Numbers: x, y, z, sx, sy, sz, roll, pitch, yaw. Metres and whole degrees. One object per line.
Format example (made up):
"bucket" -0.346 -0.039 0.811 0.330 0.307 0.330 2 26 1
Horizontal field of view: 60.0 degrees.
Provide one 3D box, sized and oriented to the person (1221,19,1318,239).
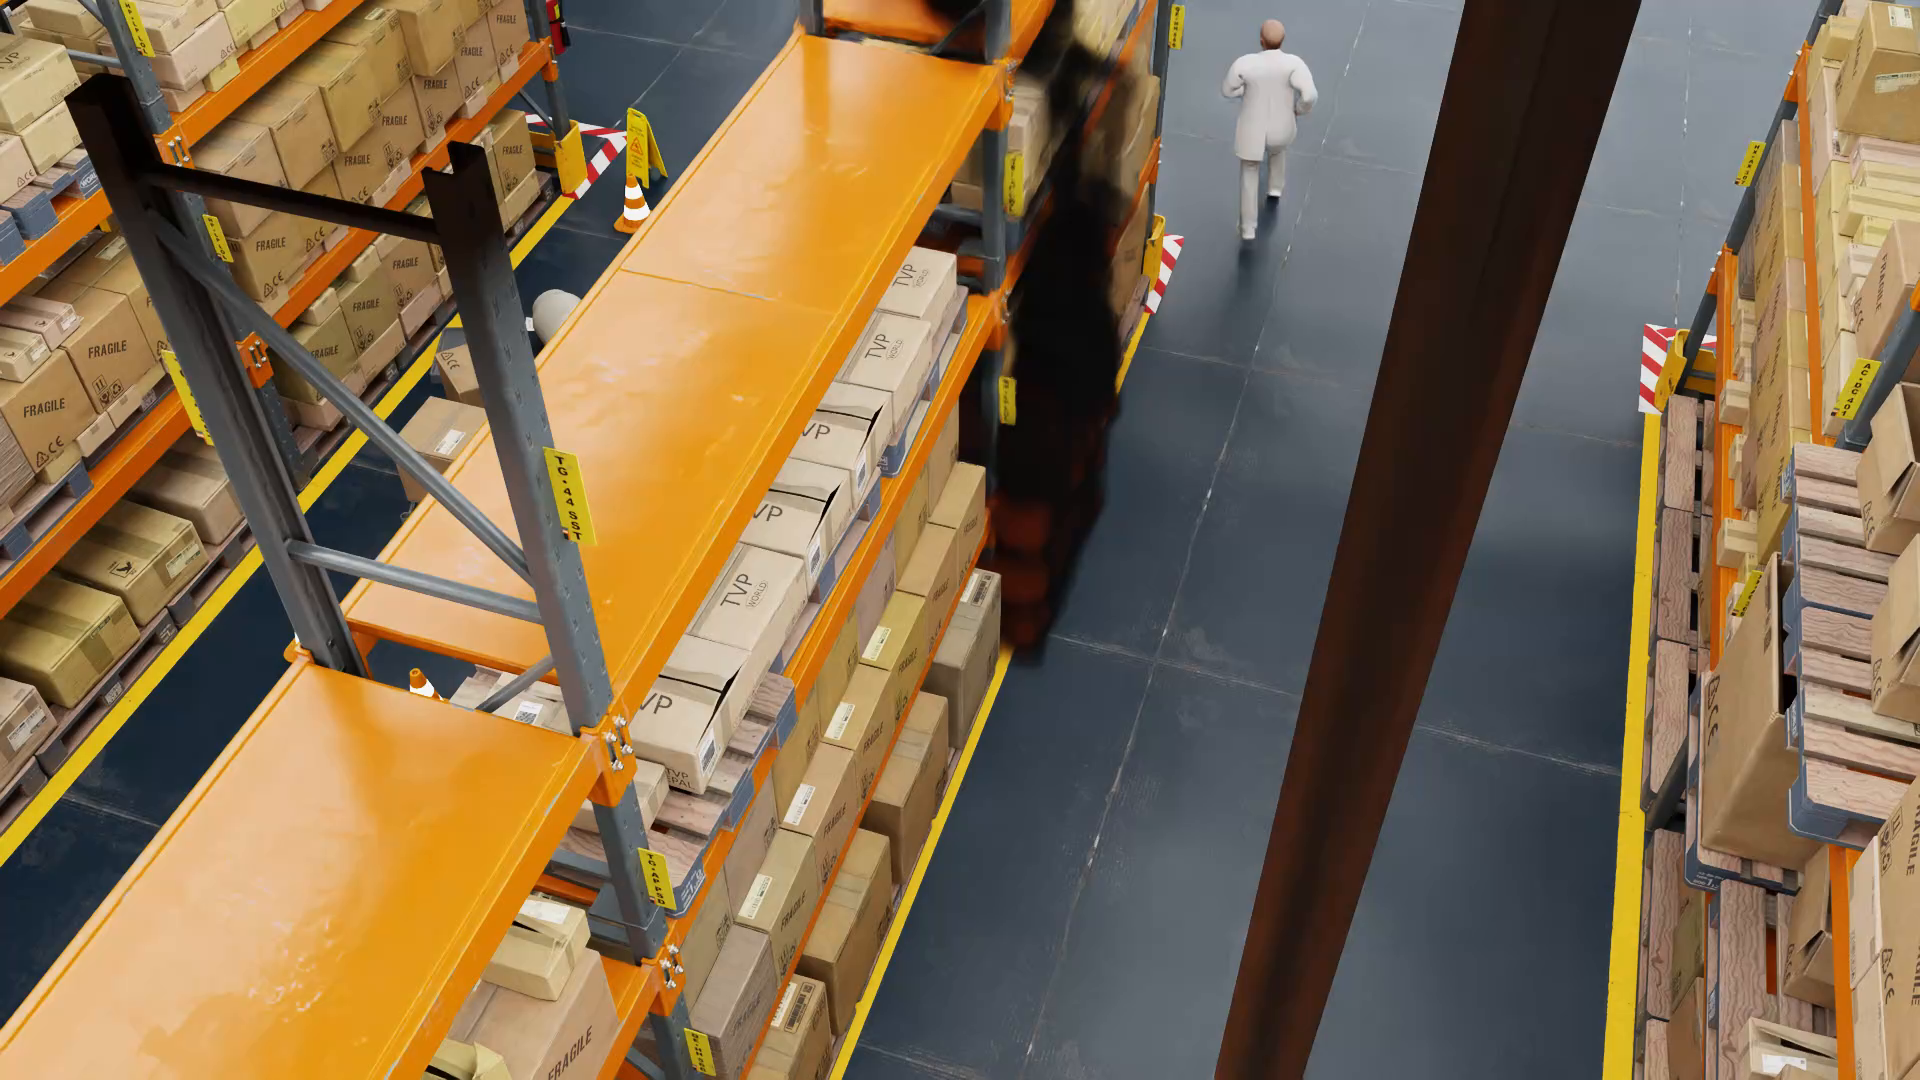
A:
"person" 2.369 -3.246 13.057 0.706 1.807 1.000 3 46 3
